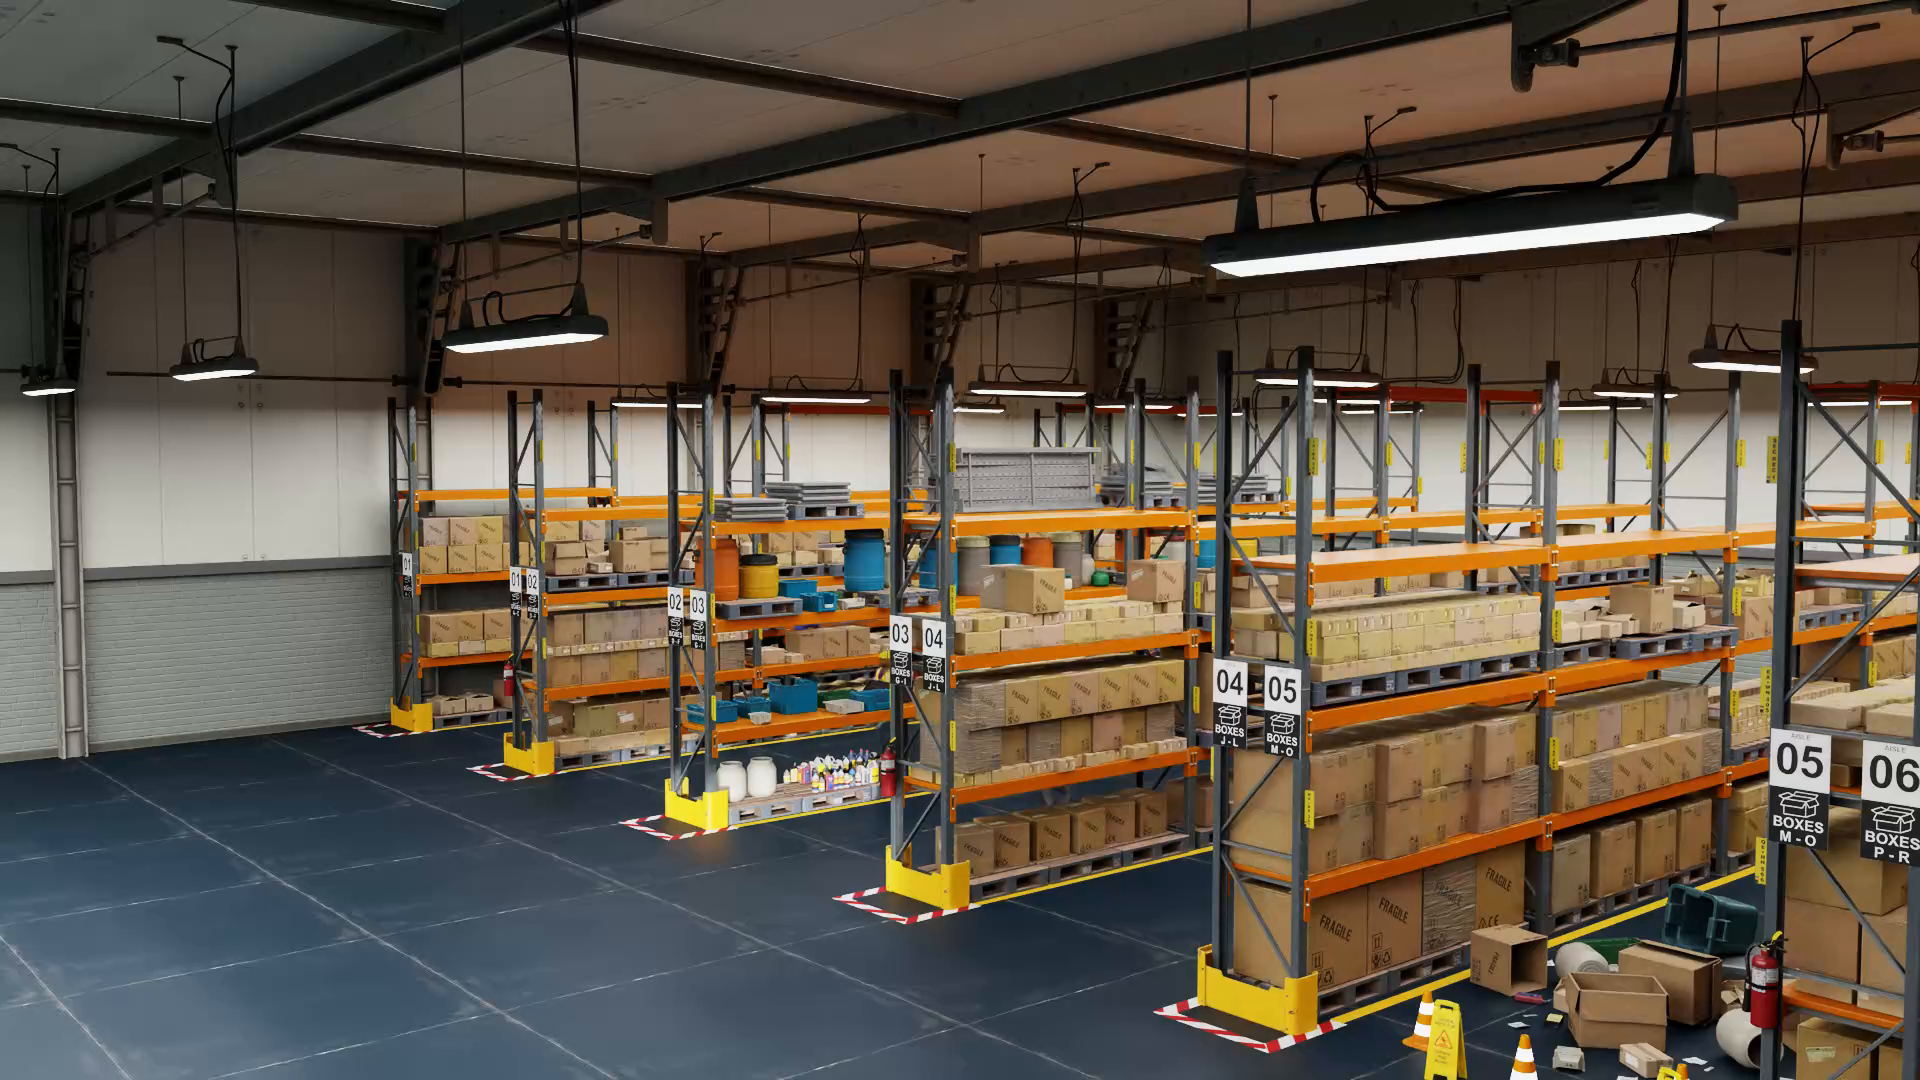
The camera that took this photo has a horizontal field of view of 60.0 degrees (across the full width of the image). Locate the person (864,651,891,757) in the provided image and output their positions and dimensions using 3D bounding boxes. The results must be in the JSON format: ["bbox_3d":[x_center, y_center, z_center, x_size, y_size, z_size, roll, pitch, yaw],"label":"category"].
[{"bbox_3d":[-1.181,2.704,26.916,0.808,1.837,0.689,-2,4,-36],"label":"person"}]

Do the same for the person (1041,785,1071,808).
[{"bbox_3d":[1.276,2.979,23.323,0.584,1.672,0.557,3,5,44],"label":"person"}]

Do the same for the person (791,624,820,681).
[{"bbox_3d":[-3.114,2.211,32.771,0.700,1.686,0.584,-3,5,-45],"label":"person"}]
